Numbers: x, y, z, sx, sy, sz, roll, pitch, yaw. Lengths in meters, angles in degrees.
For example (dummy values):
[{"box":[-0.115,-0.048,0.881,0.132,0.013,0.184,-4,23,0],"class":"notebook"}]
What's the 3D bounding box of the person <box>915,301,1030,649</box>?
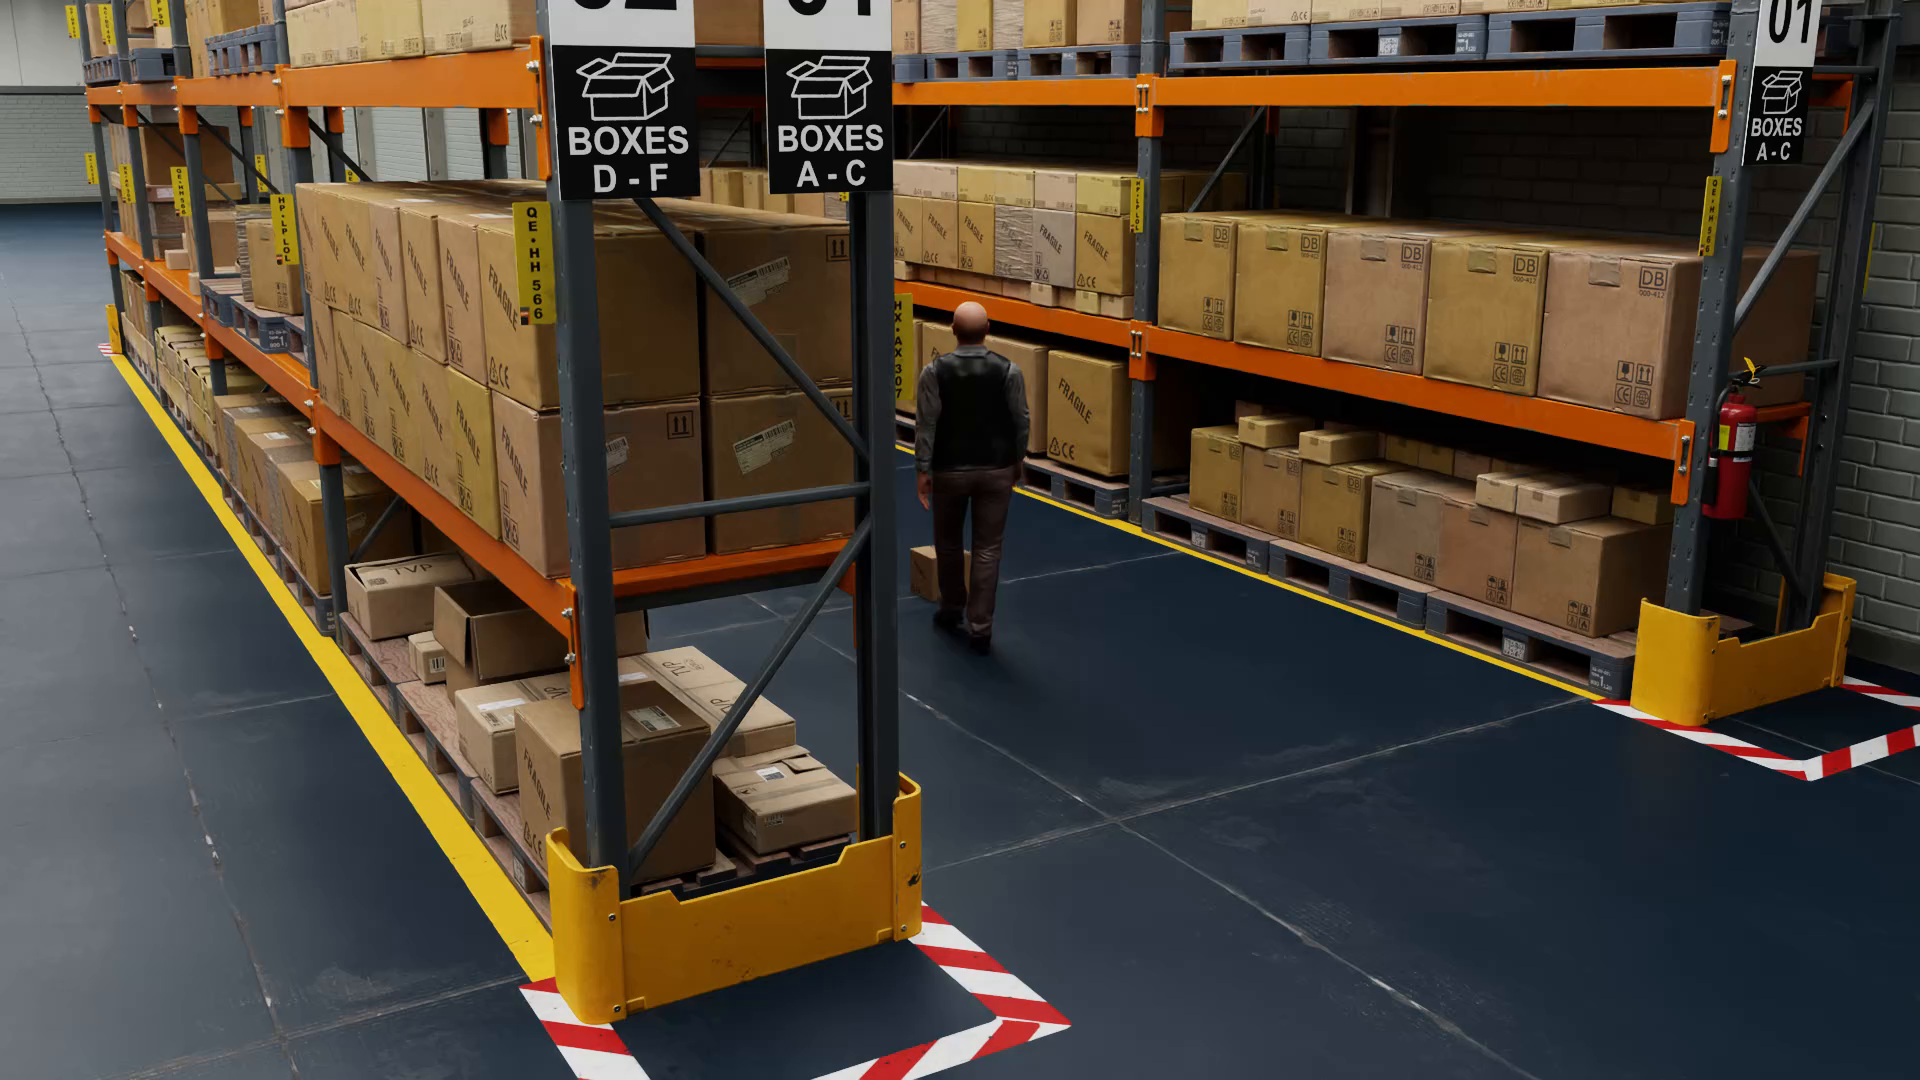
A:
[{"box":[0.066,-0.335,8.338,0.566,1.745,0.696,0,15,1],"class":"person"}]
